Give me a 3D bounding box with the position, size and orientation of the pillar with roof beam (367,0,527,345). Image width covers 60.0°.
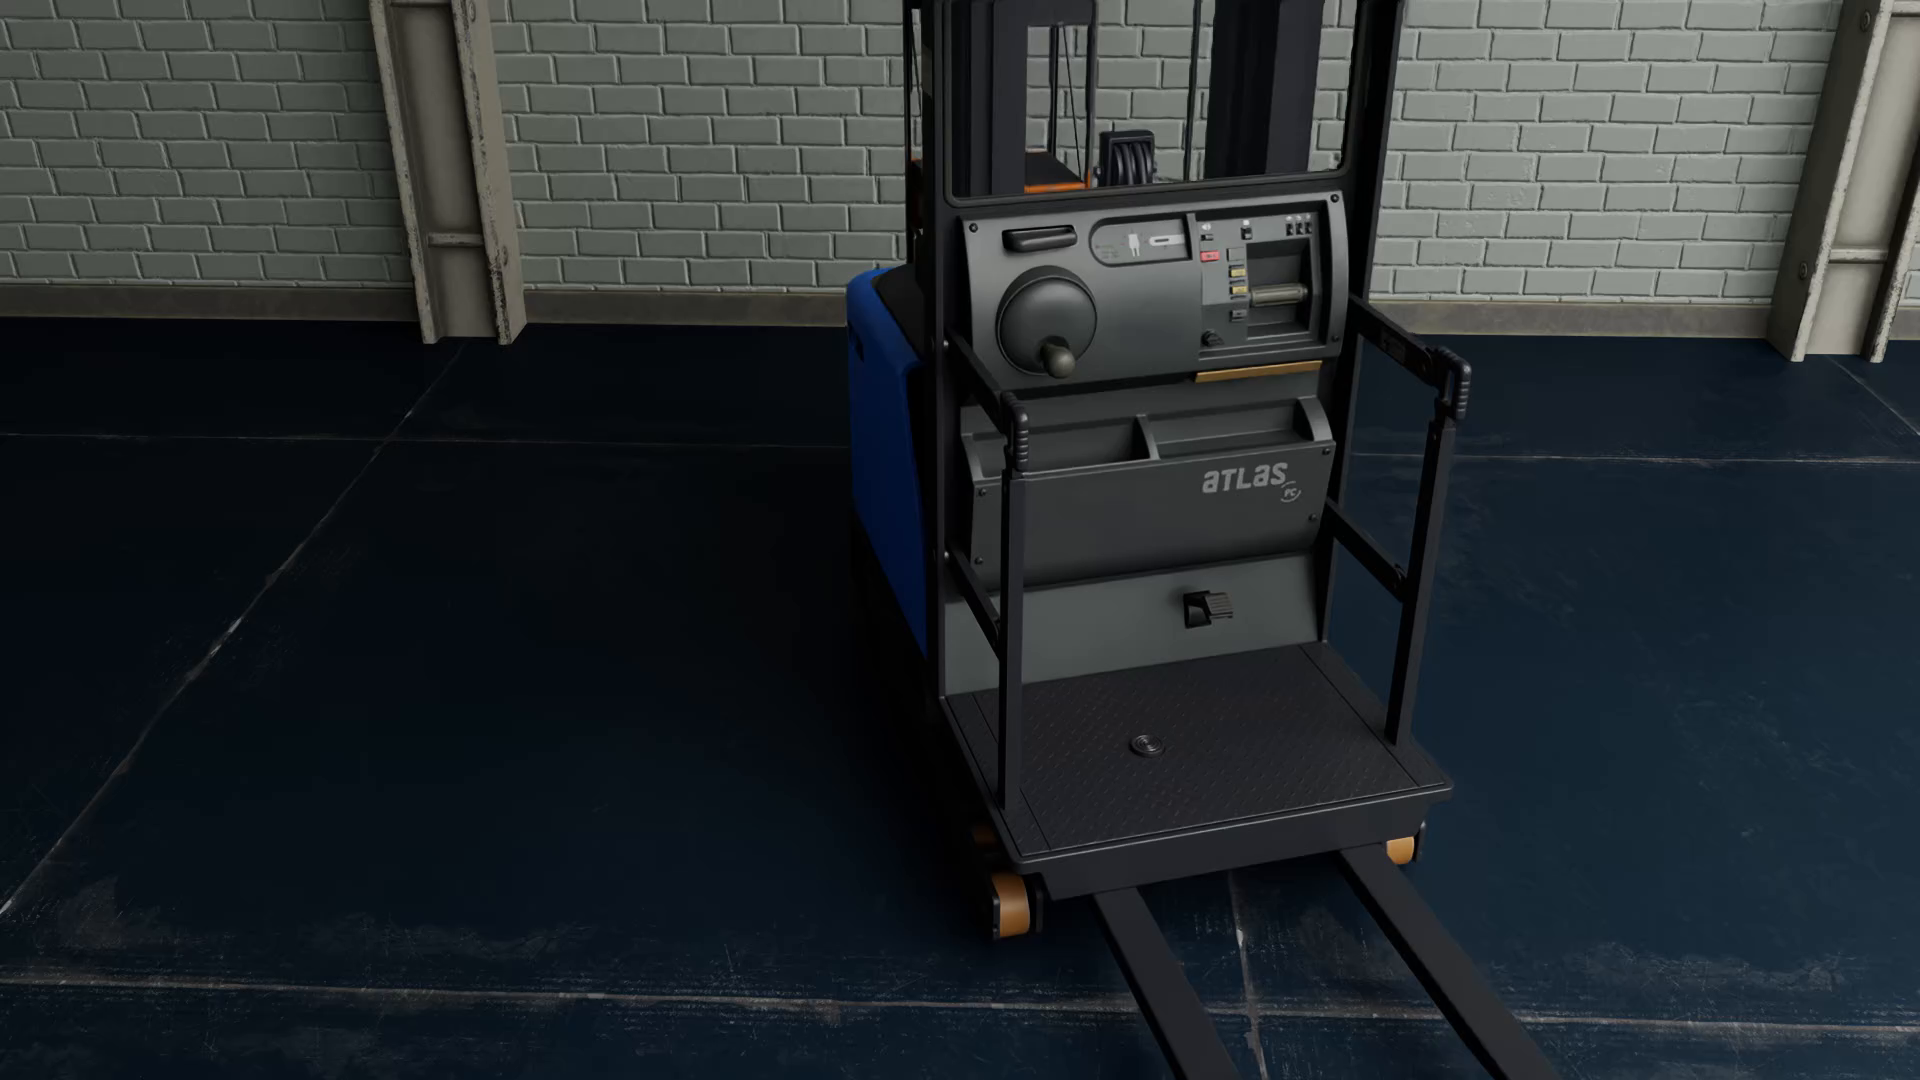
[{"bbox_3d":[-2.343,-2.905,1.623,0.400,9.000,9.100,1,28,2],"label":"pillar with roof beam"}]

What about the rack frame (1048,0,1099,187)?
[{"bbox_3d":[0.351,-1.015,5.424,0.015,2.100,0.400,-7,29,-13],"label":"rack frame"}]

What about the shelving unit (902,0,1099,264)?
[{"bbox_3d":[0.115,-0.986,5.368,0.503,2.100,0.431,-7,29,-13],"label":"shelving unit"}]

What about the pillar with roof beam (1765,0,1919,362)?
[{"bbox_3d":[3.654,-2.806,1.435,0.400,9.000,9.100,1,28,2],"label":"pillar with roof beam"}]

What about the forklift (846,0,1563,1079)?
[{"bbox_3d":[0.519,-0.550,3.658,1.130,2.935,3.031,-7,29,-13],"label":"forklift"}]

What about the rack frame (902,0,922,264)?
[{"bbox_3d":[-0.121,-0.956,5.312,0.015,2.100,0.400,-7,29,-13],"label":"rack frame"}]

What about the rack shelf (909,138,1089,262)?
[{"bbox_3d":[0.115,-0.974,5.374,0.480,0.518,0.431,-7,29,-13],"label":"rack shelf"}]

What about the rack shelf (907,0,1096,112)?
[{"bbox_3d":[0.115,-1.592,5.046,0.480,0.518,0.431,-7,29,-13],"label":"rack shelf"}]
